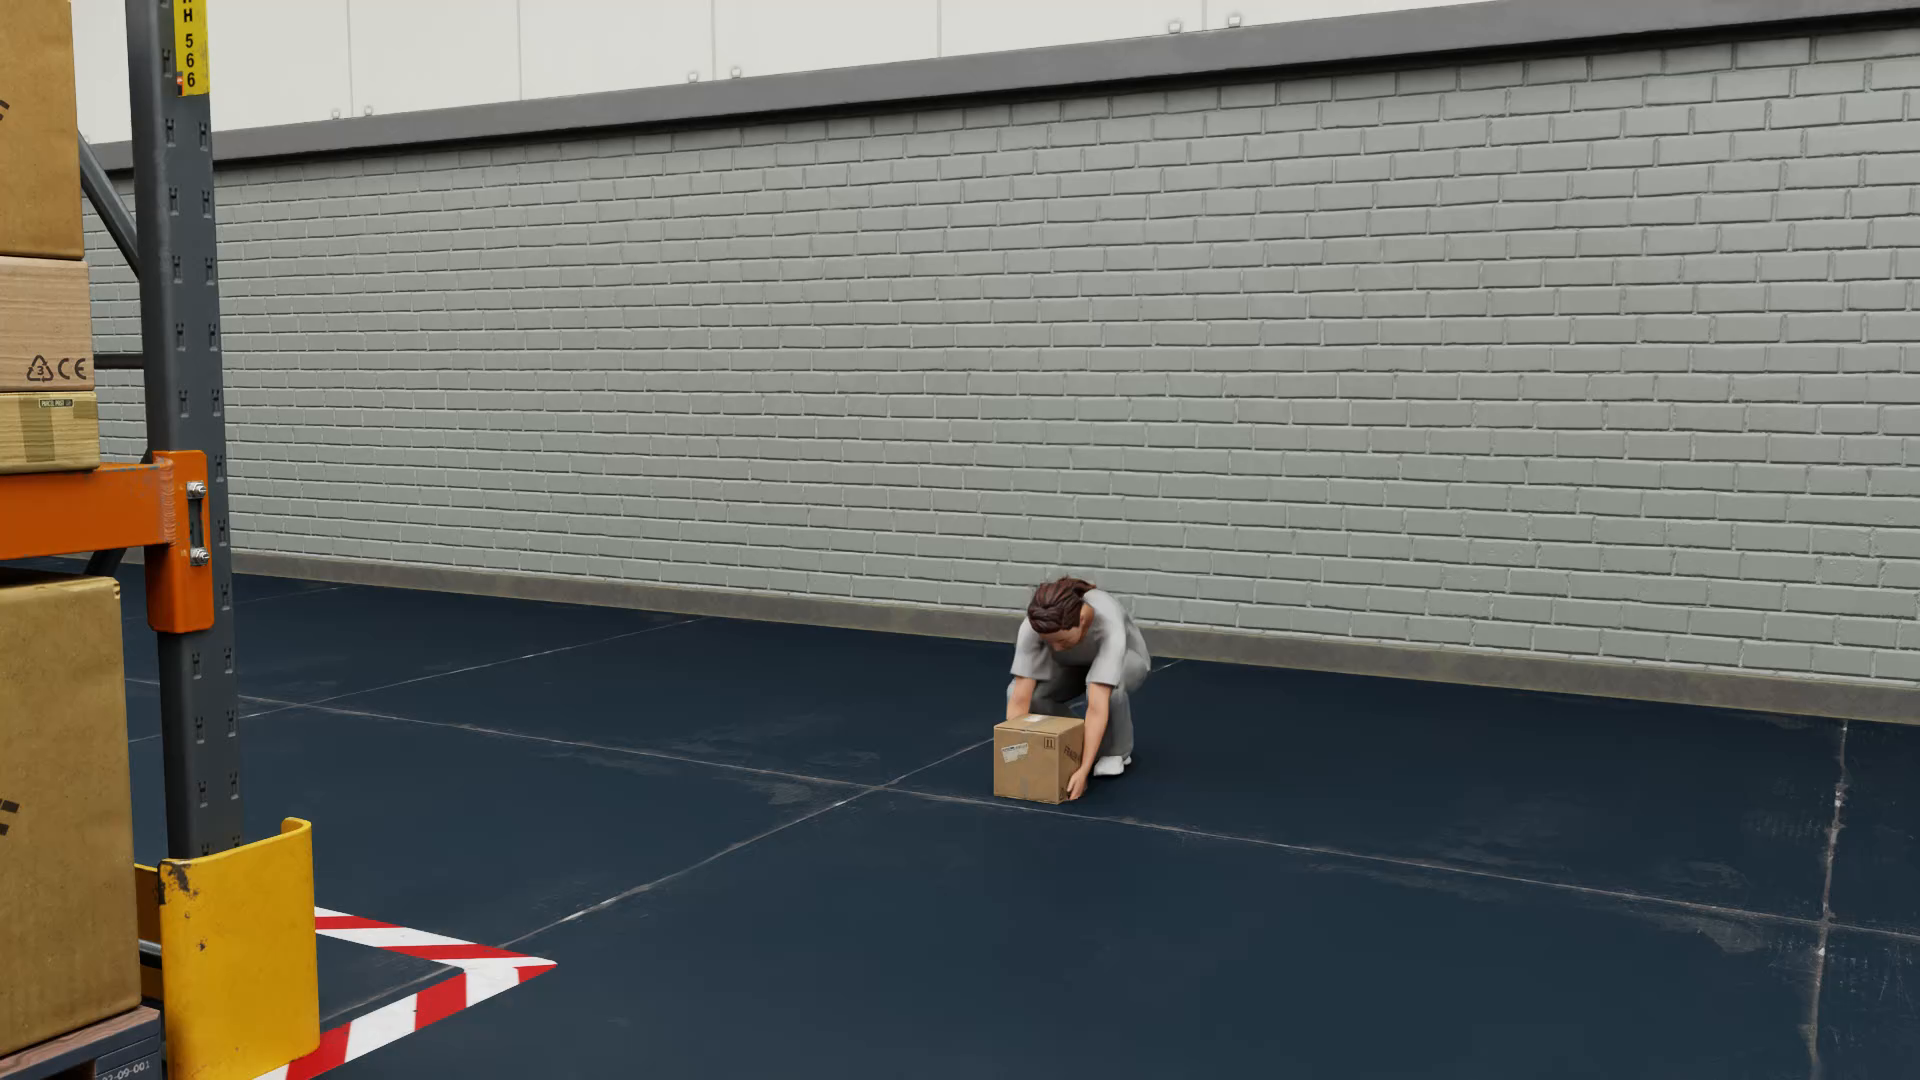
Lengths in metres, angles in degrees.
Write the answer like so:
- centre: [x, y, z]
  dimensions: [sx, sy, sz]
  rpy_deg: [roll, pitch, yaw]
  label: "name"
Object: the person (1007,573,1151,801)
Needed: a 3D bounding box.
- centre: [0.432, 0.508, 6.097]
  dimensions: [0.470, 0.812, 0.819]
  rpy_deg: [3, 7, 28]
  label: "person"
